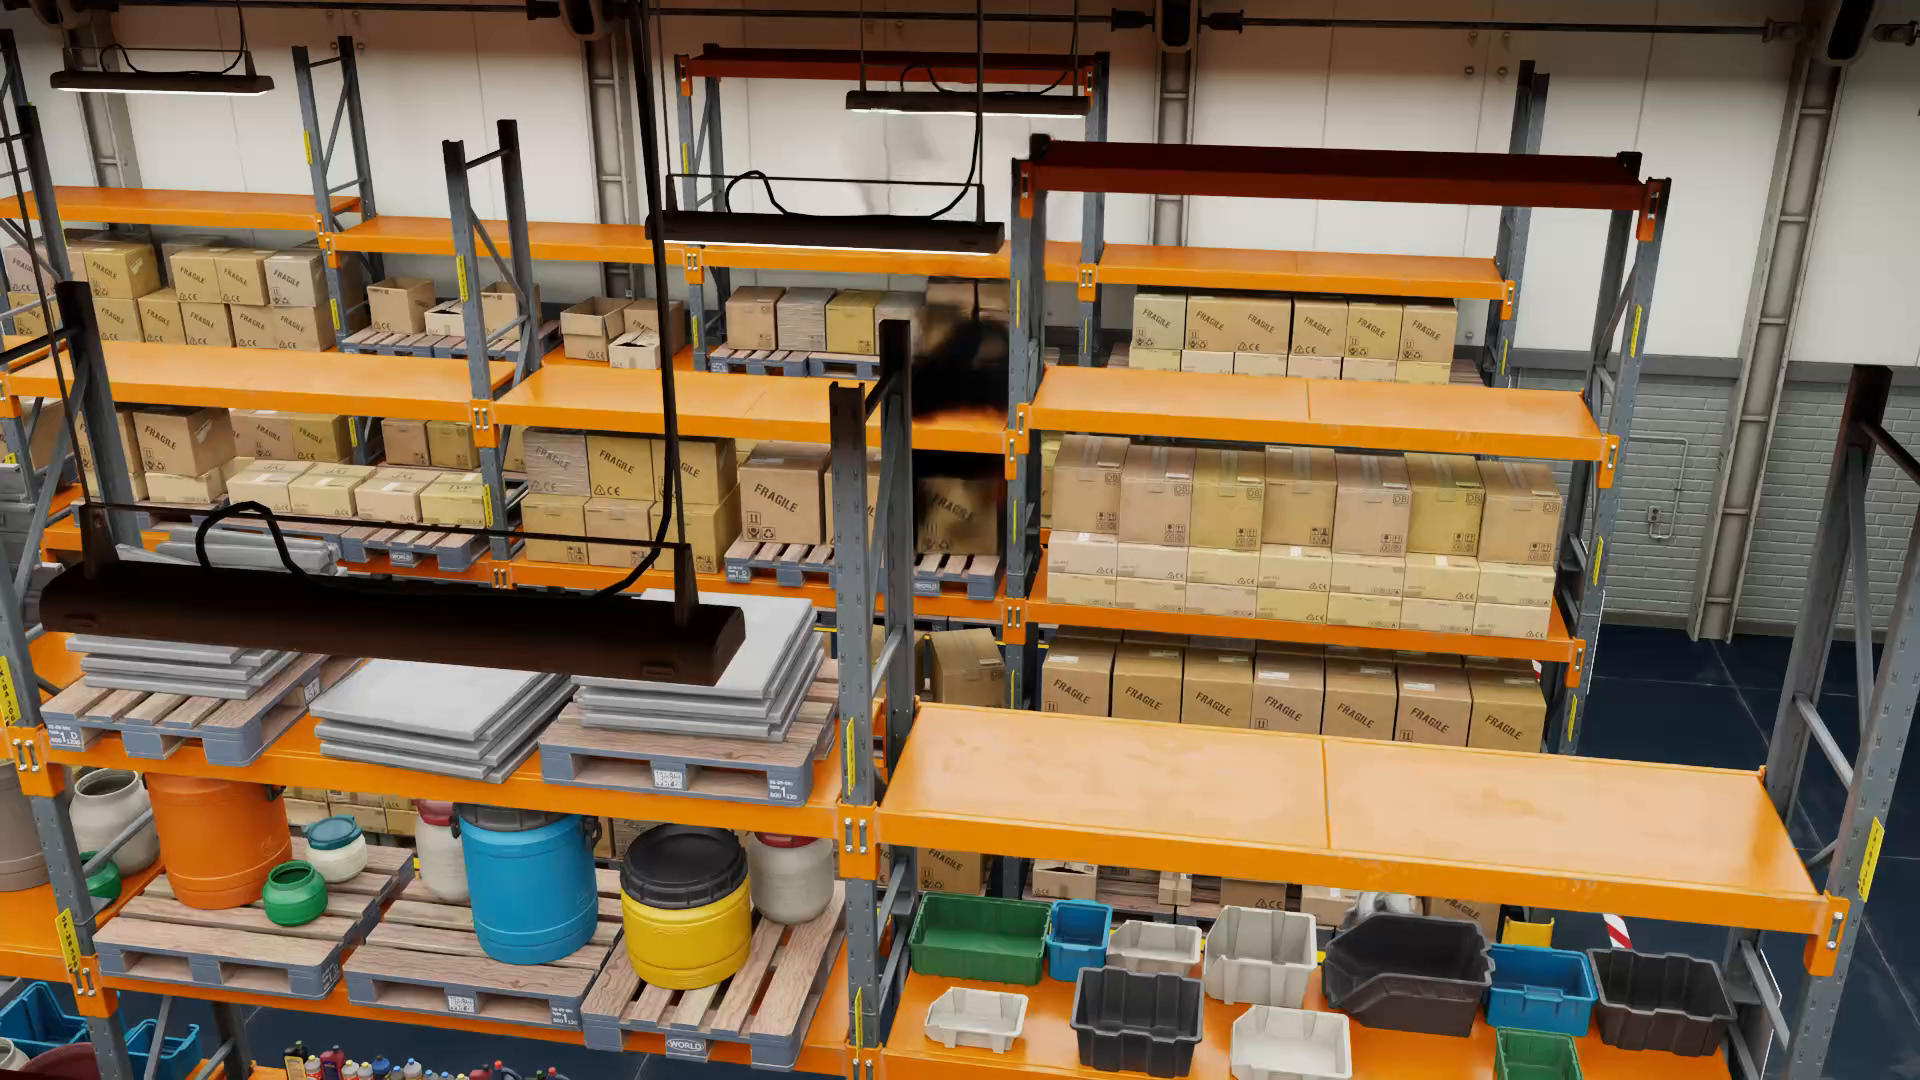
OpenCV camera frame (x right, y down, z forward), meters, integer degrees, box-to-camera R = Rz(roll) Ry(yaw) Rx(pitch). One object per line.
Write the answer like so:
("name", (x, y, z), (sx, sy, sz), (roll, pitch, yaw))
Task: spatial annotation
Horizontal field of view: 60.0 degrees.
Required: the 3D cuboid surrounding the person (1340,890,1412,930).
("person", (2.825, 2.720, 11.109), (0.623, 1.738, 0.703), (1, 23, 1))
